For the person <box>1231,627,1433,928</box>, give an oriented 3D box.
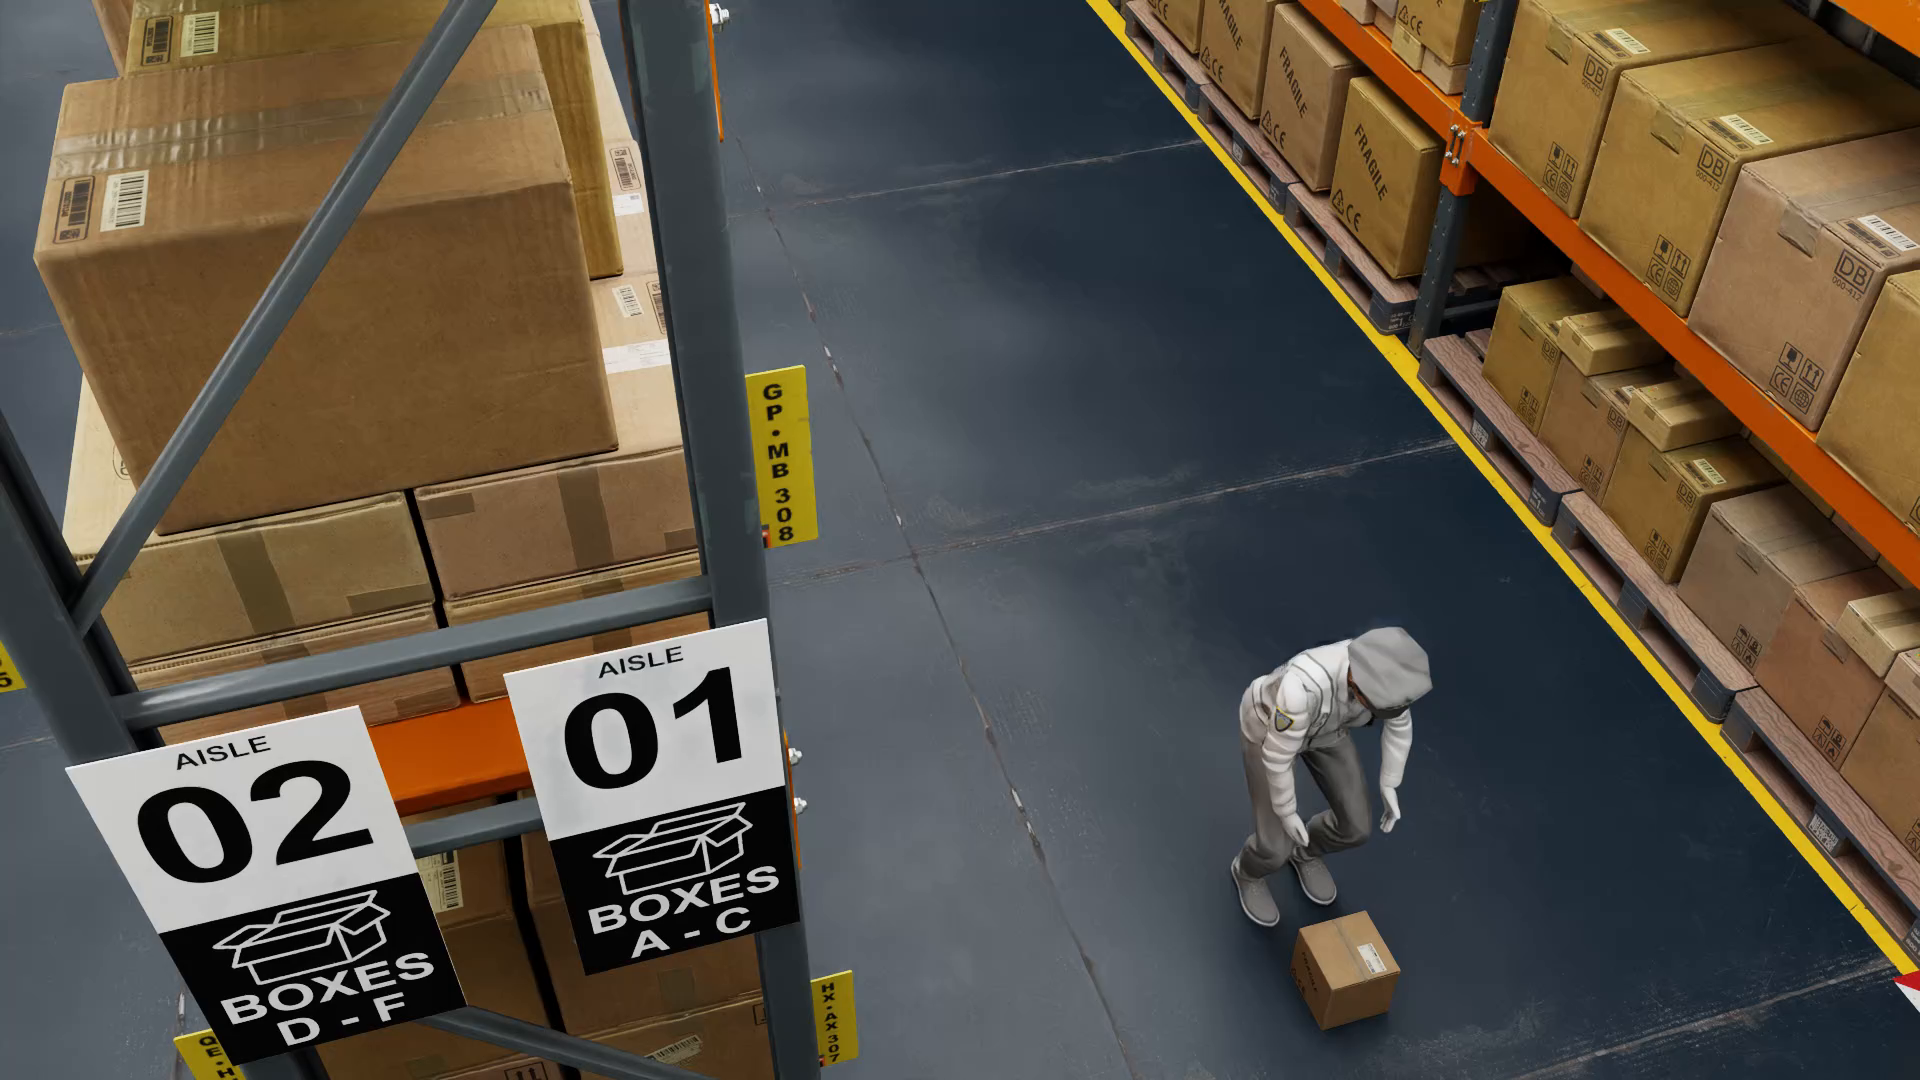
[{"bbox_3d":[1.209,0.737,5.519,0.533,1.455,0.654,-12,44,-12],"label":"person"}]
